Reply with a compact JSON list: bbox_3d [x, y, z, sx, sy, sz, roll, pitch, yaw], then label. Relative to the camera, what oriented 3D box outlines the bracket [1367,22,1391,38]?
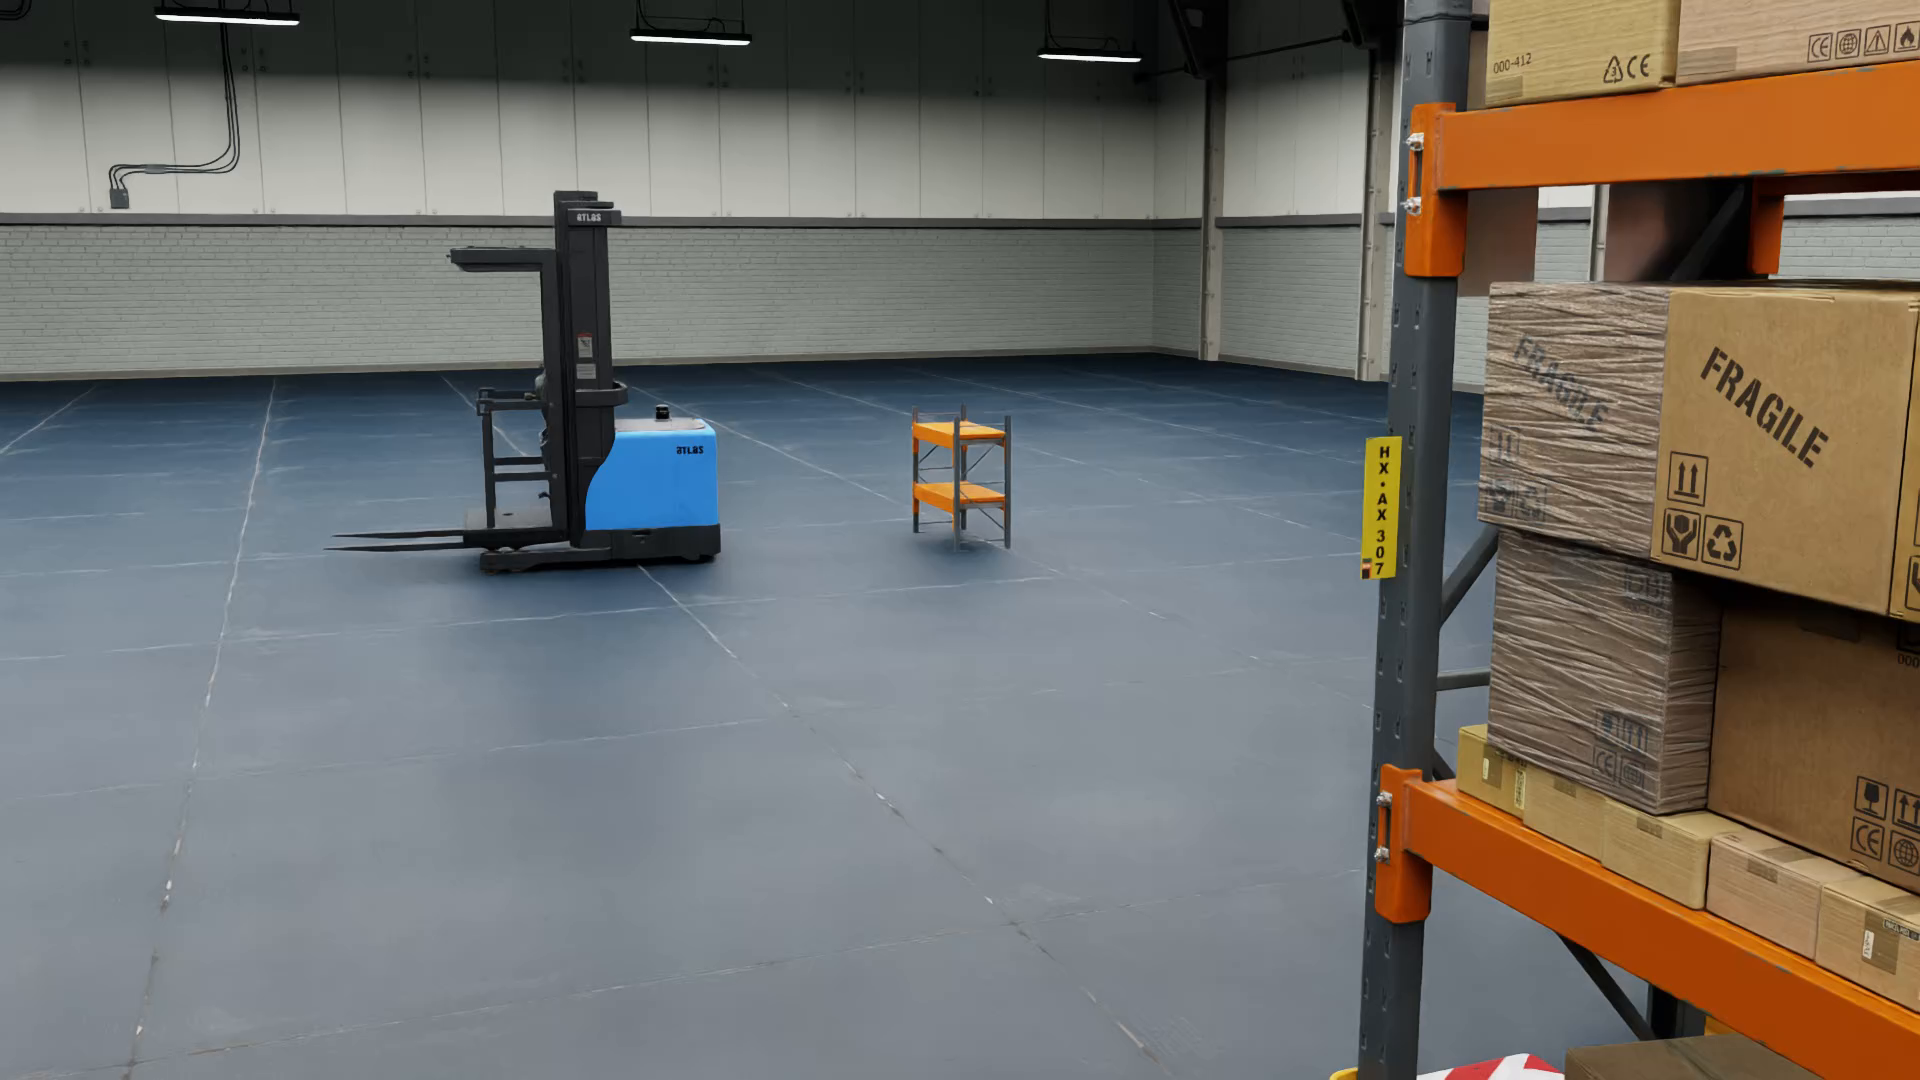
[{"bbox_3d":[7.501,-9.118,29.705,0.235,0.232,0.430,-4,11,-21],"label":"bracket"}]

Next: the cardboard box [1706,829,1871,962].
[{"bbox_3d":[1.609,0.628,3.044,0.380,0.149,0.250,-4,11,-21],"label":"cardboard box"}]

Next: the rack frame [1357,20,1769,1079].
[{"bbox_3d":[1.469,0.319,4.062,1.000,3.000,0.127,-4,11,-21],"label":"rack frame"}]

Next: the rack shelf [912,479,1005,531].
[{"bbox_3d":[0.002,-0.312,14.358,0.538,0.278,1.000,-4,11,-21],"label":"rack shelf"}]

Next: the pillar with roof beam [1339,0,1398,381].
[{"bbox_3d":[3.669,-7.163,28.992,9.100,9.000,0.548,-4,11,-21],"label":"pillar with roof beam"}]

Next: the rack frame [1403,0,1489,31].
[{"bbox_3d":[1.469,-2.635,3.536,1.000,3.000,0.127,-4,11,-21],"label":"rack frame"}]

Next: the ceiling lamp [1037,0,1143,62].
[{"bbox_3d":[2.284,-10.343,30.206,2.000,3.185,0.800,-4,11,-21],"label":"ceiling lamp"}]

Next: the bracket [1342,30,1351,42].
[{"bbox_3d":[7.200,-9.253,30.466,0.235,0.232,0.430,-4,11,-21],"label":"bracket"}]

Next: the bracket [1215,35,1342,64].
[{"bbox_3d":[6.261,-9.676,32.846,0.076,0.066,4.783,-4,11,-21],"label":"bracket"}]

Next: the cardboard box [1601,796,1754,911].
[{"bbox_3d":[1.499,0.588,3.266,0.380,0.149,0.250,-4,11,-21],"label":"cardboard box"}]

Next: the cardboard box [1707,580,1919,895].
[{"bbox_3d":[1.936,0.289,3.097,0.875,0.500,0.500,-4,11,-21],"label":"cardboard box"}]

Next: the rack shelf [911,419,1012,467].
[{"bbox_3d":[0.002,-0.841,14.264,0.538,0.278,1.000,-4,11,-21],"label":"rack shelf"}]

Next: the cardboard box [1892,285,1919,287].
[{"bbox_3d":[2.085,-0.214,3.066,0.500,0.500,0.500,-4,11,-21],"label":"cardboard box"}]

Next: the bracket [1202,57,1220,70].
[{"bbox_3d":[5.327,-10.097,35.211,0.235,0.232,0.430,-4,11,-21],"label":"bracket"}]

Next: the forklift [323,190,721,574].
[{"bbox_3d":[-3.510,-1.281,13.251,3.031,2.935,1.130,-3,10,-15],"label":"forklift"}]

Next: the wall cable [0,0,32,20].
[{"bbox_3d":[-18.281,-10.546,29.471,3.097,2.526,0.112,-4,11,-21],"label":"wall cable"}]

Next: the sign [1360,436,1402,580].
[{"bbox_3d":[0.963,-0.073,3.792,0.100,0.325,0.005,-4,11,-21],"label":"sign"}]

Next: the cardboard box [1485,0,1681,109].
[{"bbox_3d":[1.403,-0.989,3.278,0.500,0.250,0.500,-4,11,-19],"label":"cardboard box"}]

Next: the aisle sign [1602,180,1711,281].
[{"bbox_3d":[1.726,-0.990,3.998,0.394,0.787,0.004,-4,11,-21],"label":"aisle sign"}]

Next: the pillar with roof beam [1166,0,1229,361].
[{"bbox_3d":[1.495,-8.142,34.497,9.100,9.000,0.548,-4,11,-21],"label":"pillar with roof beam"}]

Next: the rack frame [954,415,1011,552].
[{"bbox_3d":[0.187,-0.470,13.849,0.500,1.125,0.032,-4,11,-21],"label":"rack frame"}]

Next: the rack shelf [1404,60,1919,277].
[{"bbox_3d":[2.194,-0.477,2.027,1.077,0.370,4.000,-4,11,-21],"label":"rack shelf"}]

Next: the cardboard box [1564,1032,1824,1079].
[{"bbox_3d":[1.680,1.446,3.665,0.500,0.500,0.500,-2,10,-10],"label":"cardboard box"}]

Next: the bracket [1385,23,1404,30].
[{"bbox_3d":[8.435,-8.697,27.341,0.076,0.066,4.783,-4,11,-21],"label":"bracket"}]

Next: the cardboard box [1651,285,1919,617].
[{"bbox_3d":[1.589,-0.180,2.876,0.500,0.500,0.500,-4,11,-21],"label":"cardboard box"}]

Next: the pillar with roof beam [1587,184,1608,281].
[{"bbox_3d":[5.844,-6.183,23.486,9.100,9.000,0.548,-4,11,-21],"label":"pillar with roof beam"}]

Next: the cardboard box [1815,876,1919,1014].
[{"bbox_3d":[1.693,0.669,2.812,0.380,0.149,0.250,-4,11,-21],"label":"cardboard box"}]

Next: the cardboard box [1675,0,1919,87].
[{"bbox_3d":[1.595,-0.905,2.807,0.500,0.250,0.500,-4,11,-22],"label":"cardboard box"}]

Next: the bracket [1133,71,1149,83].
[{"bbox_3d":[4.167,-10.619,38.147,0.235,0.232,0.430,-4,11,-21],"label":"bracket"}]

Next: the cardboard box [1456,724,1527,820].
[{"bbox_3d":[1.350,0.504,3.737,0.380,0.149,0.250,-4,11,-21],"label":"cardboard box"}]

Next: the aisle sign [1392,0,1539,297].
[{"bbox_3d":[1.167,-0.952,3.784,0.394,0.787,0.004,-4,11,-21],"label":"aisle sign"}]

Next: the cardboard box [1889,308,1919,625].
[{"bbox_3d":[1.771,-0.098,2.418,0.500,0.500,0.500,-4,11,-21],"label":"cardboard box"}]

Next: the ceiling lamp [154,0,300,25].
[{"bbox_3d":[-11.137,-9.430,25.069,2.000,3.185,0.800,-4,11,-21],"label":"ceiling lamp"}]

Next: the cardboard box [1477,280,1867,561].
[{"bbox_3d":[1.414,-0.262,3.338,0.500,0.500,0.500,-4,11,-21],"label":"cardboard box"}]

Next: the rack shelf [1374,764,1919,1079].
[{"bbox_3d":[2.194,1.000,2.290,1.077,0.370,4.000,-4,11,-21],"label":"rack shelf"}]

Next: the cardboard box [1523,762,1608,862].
[{"bbox_3d":[1.423,0.546,3.501,0.380,0.149,0.250,-4,11,-21],"label":"cardboard box"}]

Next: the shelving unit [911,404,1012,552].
[{"bbox_3d":[0.002,-0.553,14.315,0.538,1.125,1.048,-4,11,-21],"label":"shelving unit"}]

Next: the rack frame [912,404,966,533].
[{"bbox_3d":[-0.182,-0.636,14.782,0.500,1.125,0.032,-4,11,-21],"label":"rack frame"}]

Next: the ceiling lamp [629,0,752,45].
[{"bbox_3d":[-4.557,-9.878,27.588,2.000,3.185,0.800,-4,11,-21],"label":"ceiling lamp"}]

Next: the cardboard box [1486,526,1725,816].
[{"bbox_3d":[1.643,0.215,3.513,0.875,0.500,0.500,-4,11,-21],"label":"cardboard box"}]

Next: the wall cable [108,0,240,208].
[{"bbox_3d":[-14.833,-9.255,31.045,2.305,6.003,0.169,-4,11,-21],"label":"wall cable"}]

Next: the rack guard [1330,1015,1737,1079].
[{"bbox_3d":[1.496,1.562,4.211,1.175,0.500,0.348,-4,11,-21],"label":"rack guard"}]

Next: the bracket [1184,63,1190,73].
[{"bbox_3d":[5.026,-10.233,35.972,0.235,0.232,0.430,-4,11,-21],"label":"bracket"}]

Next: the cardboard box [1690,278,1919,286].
[{"bbox_3d":[1.898,-0.295,3.523,0.500,0.500,0.500,-4,11,-21],"label":"cardboard box"}]

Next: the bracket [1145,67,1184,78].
[{"bbox_3d":[4.381,-10.523,37.605,0.076,0.066,3.189,-4,11,-21],"label":"bracket"}]
